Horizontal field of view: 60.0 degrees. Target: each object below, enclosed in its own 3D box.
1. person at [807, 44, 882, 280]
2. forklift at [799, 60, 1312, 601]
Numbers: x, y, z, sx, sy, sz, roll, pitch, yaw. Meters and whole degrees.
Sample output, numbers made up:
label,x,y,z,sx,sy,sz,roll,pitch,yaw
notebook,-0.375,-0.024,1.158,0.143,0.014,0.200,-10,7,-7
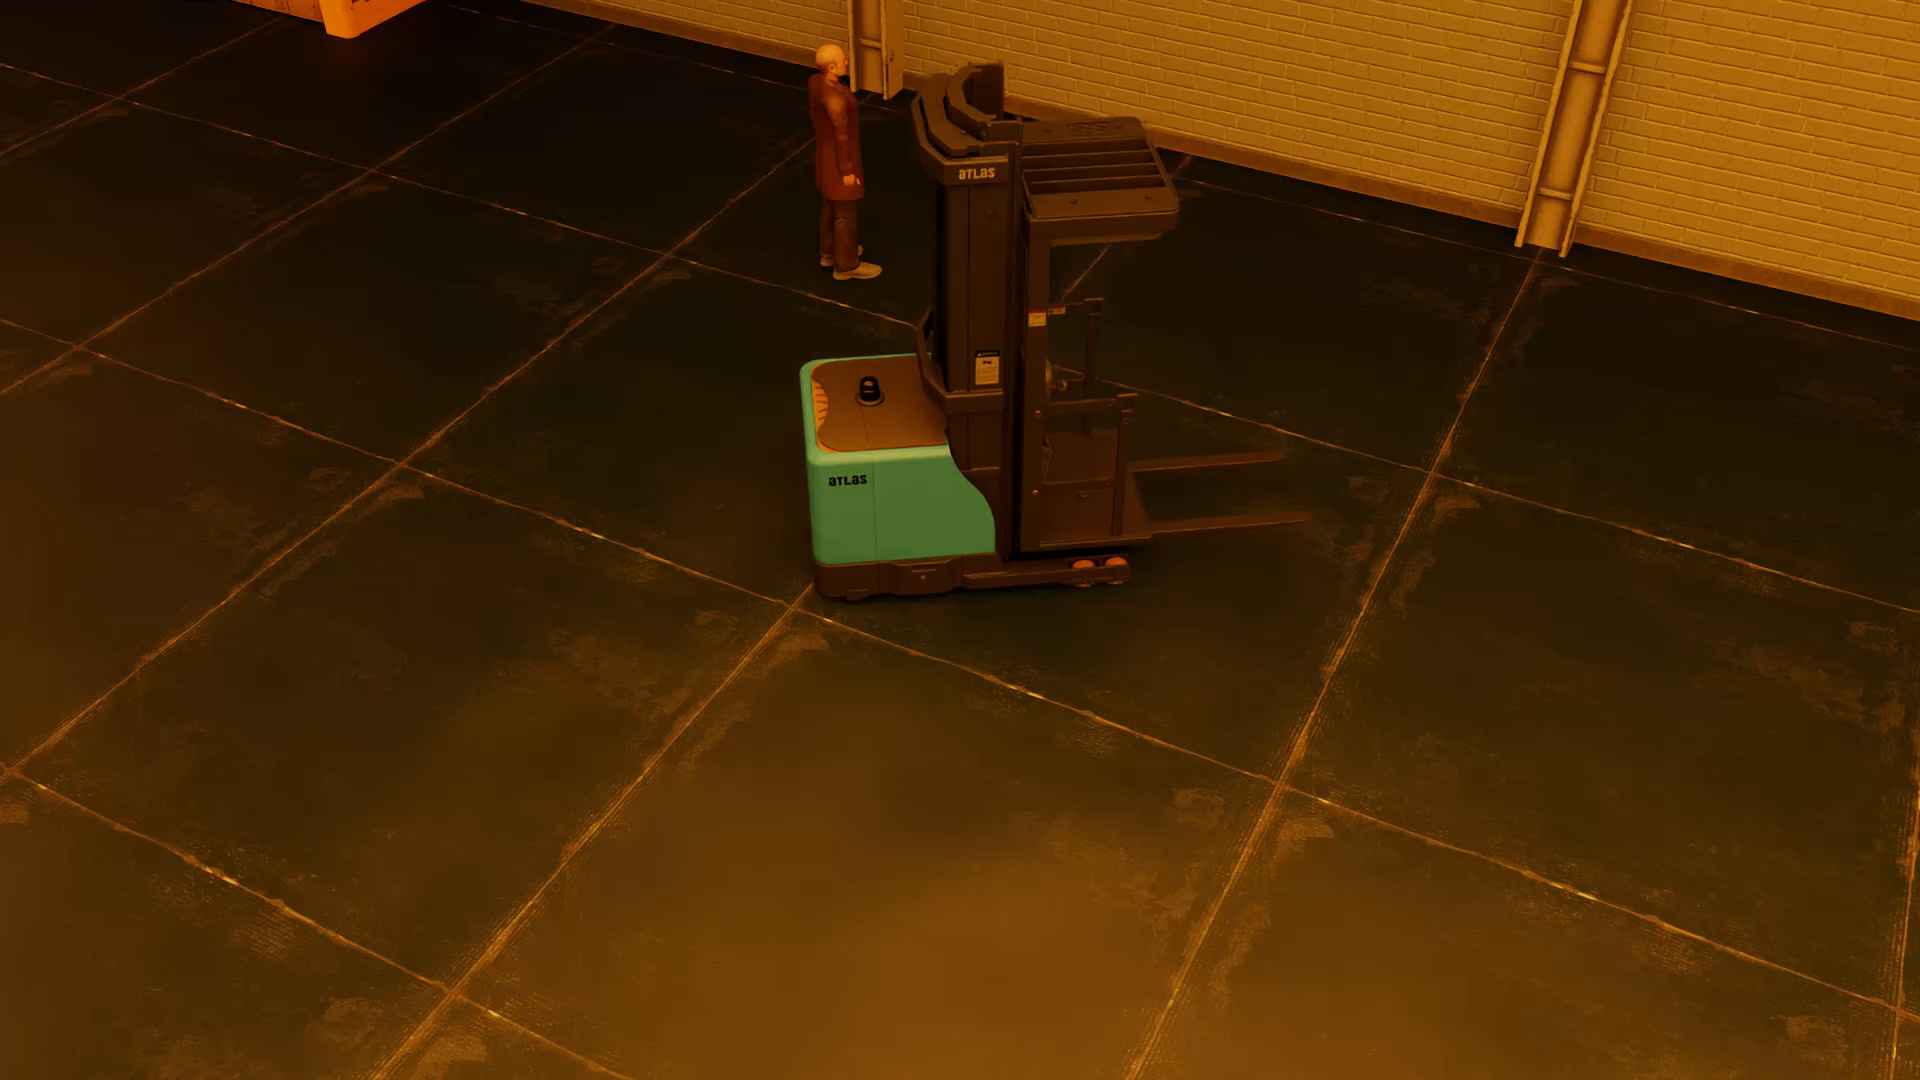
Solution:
label,x,y,z,sx,sy,sz,roll,pitch,yaw
person,-0.860,-2.786,12.187,0.385,1.782,0.549,-17,43,-19
forklift,0.592,-1.175,9.381,3.031,2.935,1.130,-4,40,-5
